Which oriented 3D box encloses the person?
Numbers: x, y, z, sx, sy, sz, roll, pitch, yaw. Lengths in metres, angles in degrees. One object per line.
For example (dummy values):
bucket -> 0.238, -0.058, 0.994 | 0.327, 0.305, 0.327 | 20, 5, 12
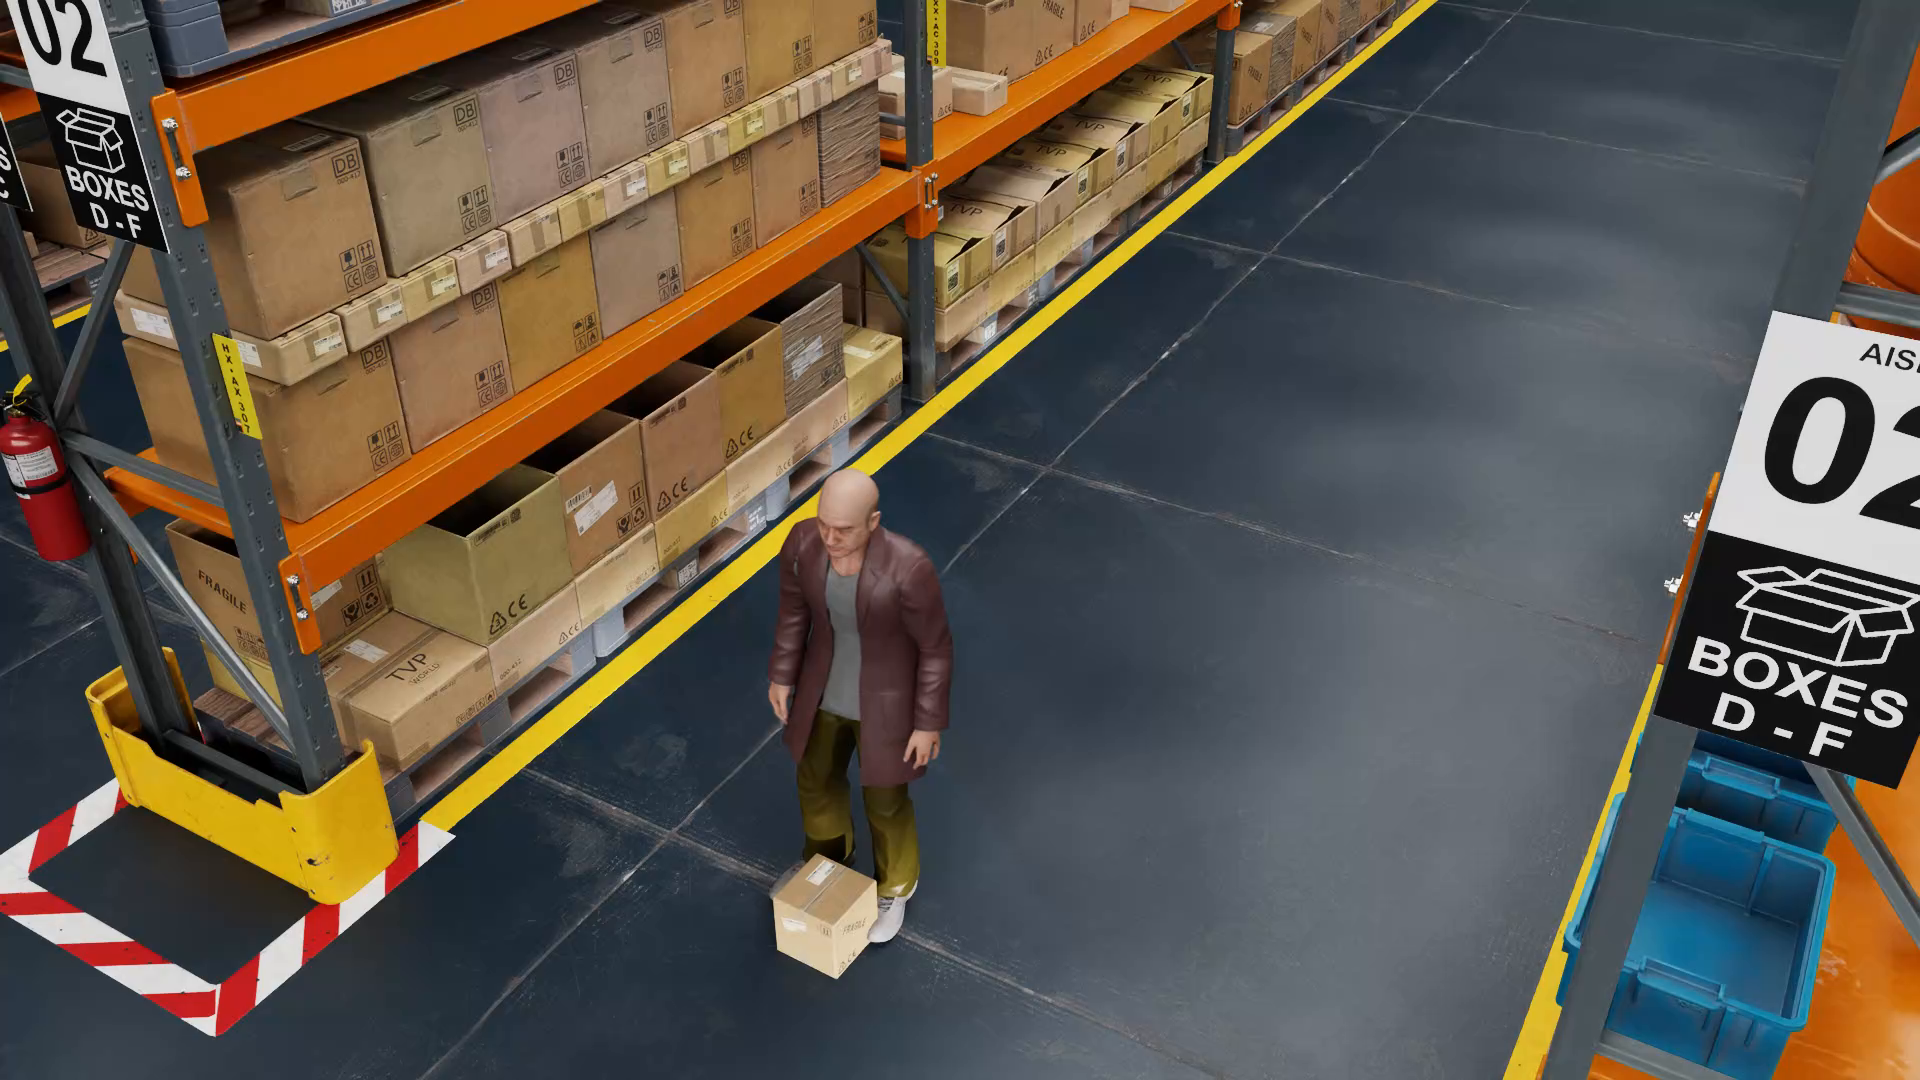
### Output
person -> -0.325, 0.517, 5.379 | 0.656, 1.774, 0.418 | 16, 37, 23
